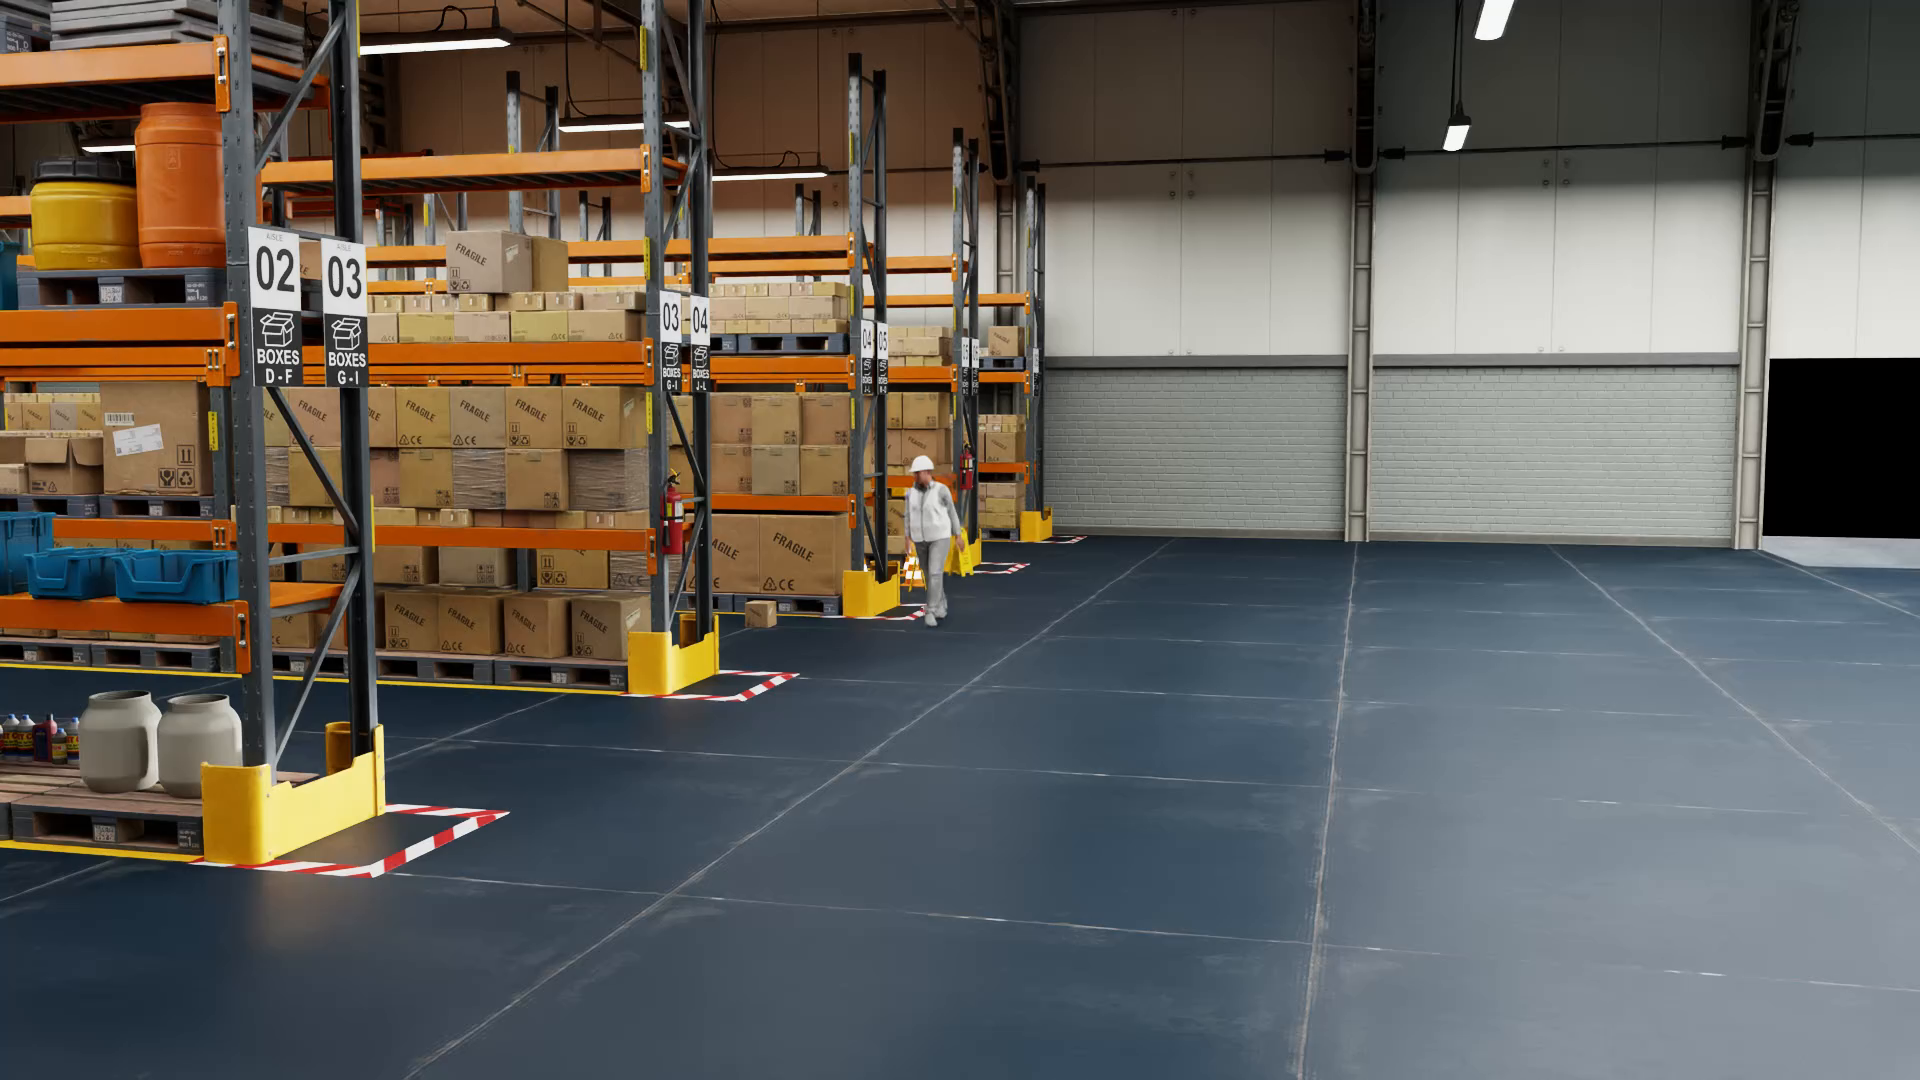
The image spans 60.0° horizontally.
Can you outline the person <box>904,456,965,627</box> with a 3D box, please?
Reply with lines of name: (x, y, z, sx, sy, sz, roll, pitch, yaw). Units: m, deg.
person: (-0.325, -0.012, 17.455, 0.613, 1.739, 0.860, 3, 5, 29)
